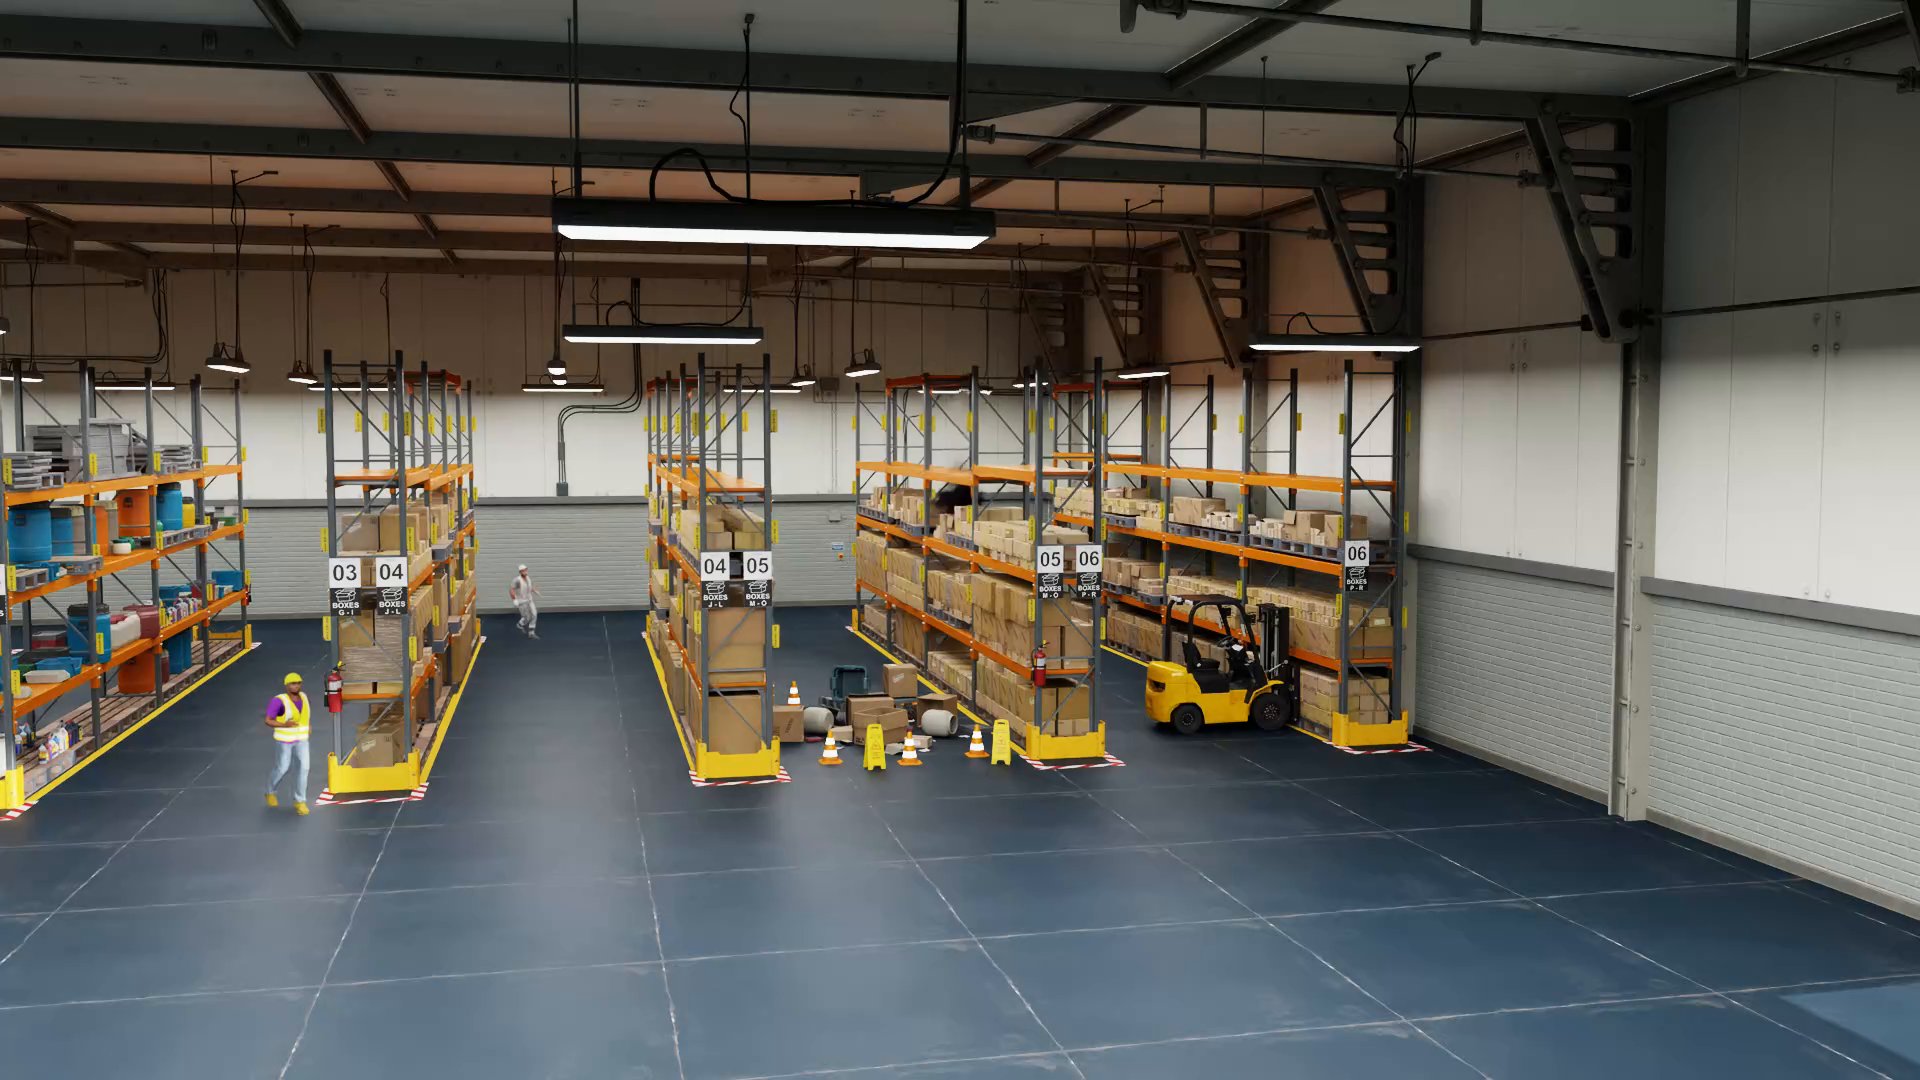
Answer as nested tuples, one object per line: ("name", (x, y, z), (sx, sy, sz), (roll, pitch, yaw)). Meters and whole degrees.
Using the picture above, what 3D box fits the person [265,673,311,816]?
("person", (-8.669, 2.617, 21.543), (0.857, 1.807, 0.712), (3, 5, 40))

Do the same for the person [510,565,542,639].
("person", (-10.214, 1.444, 38.842), (0.672, 1.744, 0.769), (3, 5, 35))
